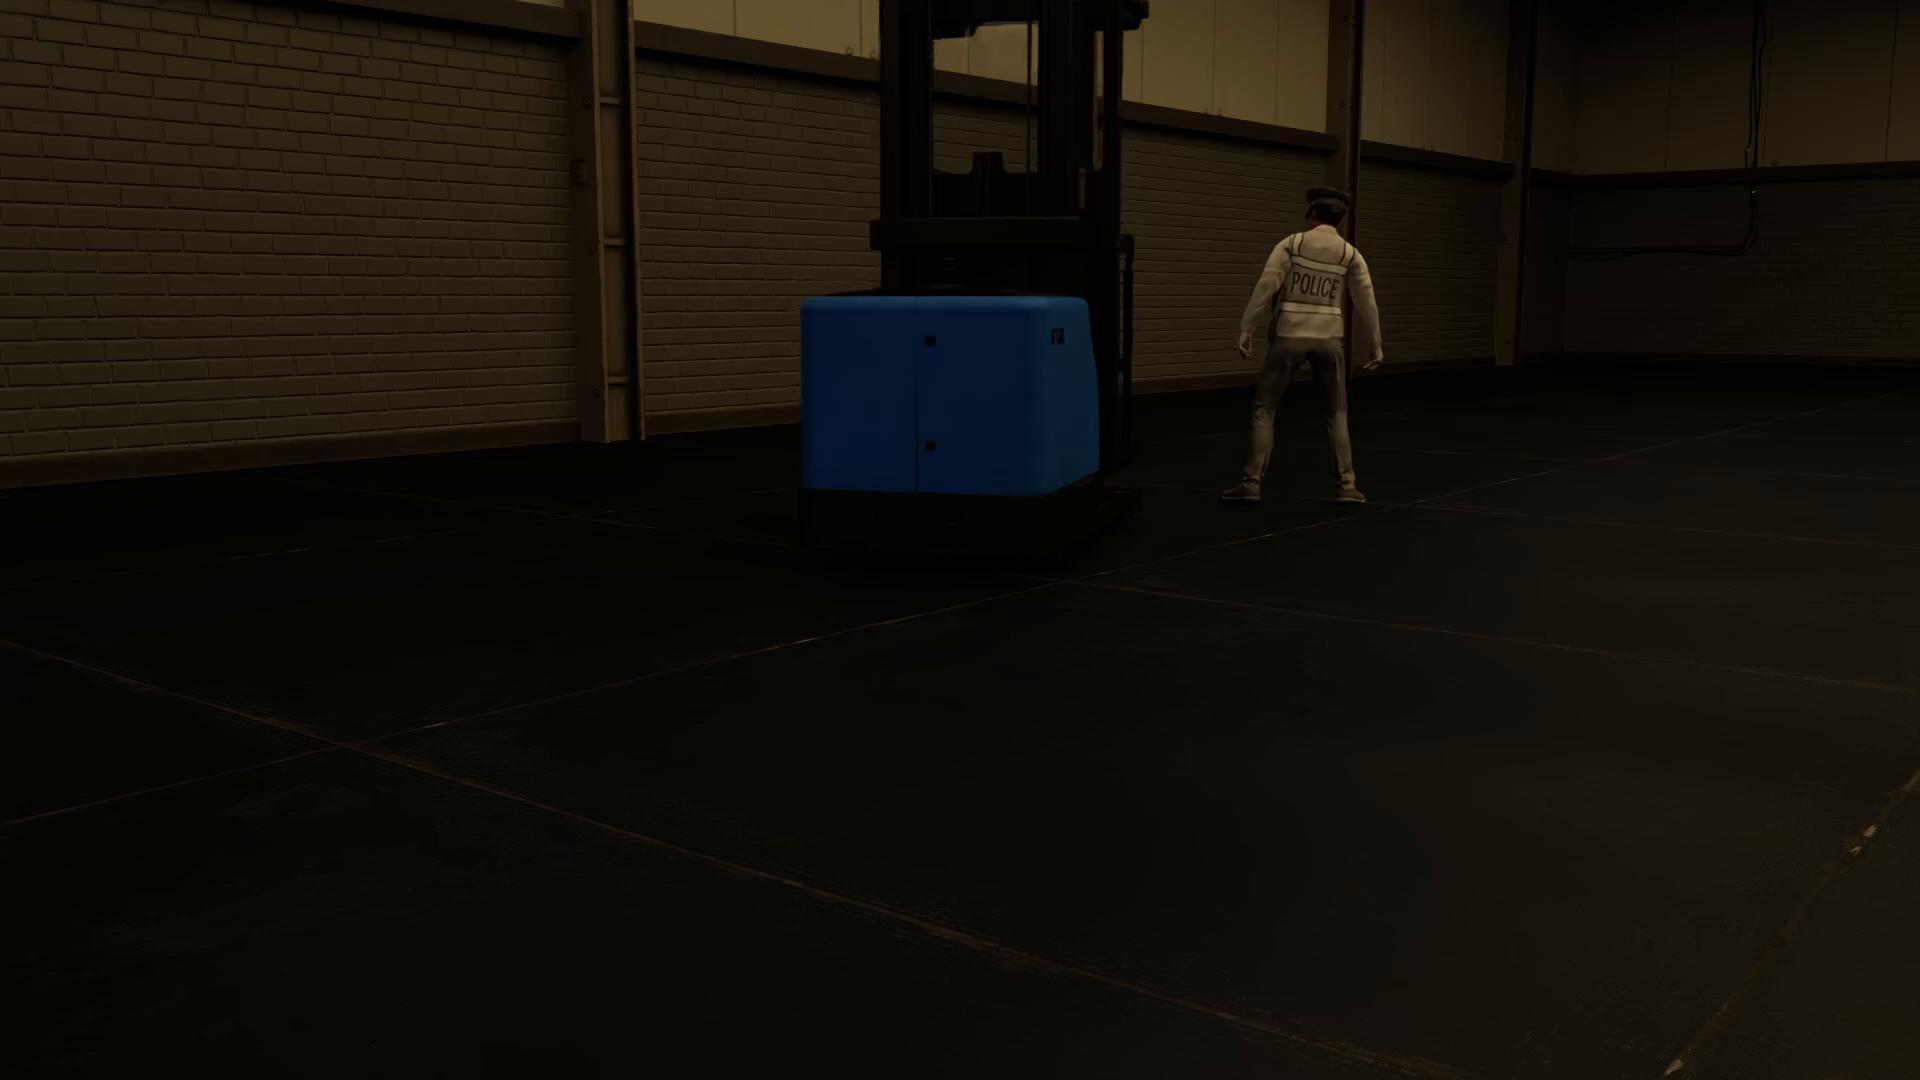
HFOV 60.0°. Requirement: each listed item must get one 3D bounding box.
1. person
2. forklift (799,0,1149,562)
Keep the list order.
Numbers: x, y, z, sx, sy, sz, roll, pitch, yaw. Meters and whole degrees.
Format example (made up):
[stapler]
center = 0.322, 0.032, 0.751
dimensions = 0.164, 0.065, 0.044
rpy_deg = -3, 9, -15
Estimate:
[person]
center = 1.804, -1.002, 8.660
dimensions = 0.833, 1.635, 0.383
rpy_deg = 0, 8, 2
[forklift]
center = 0.258, -1.536, 7.776
dimensions = 1.130, 2.935, 3.031
rpy_deg = 2, 9, 16
